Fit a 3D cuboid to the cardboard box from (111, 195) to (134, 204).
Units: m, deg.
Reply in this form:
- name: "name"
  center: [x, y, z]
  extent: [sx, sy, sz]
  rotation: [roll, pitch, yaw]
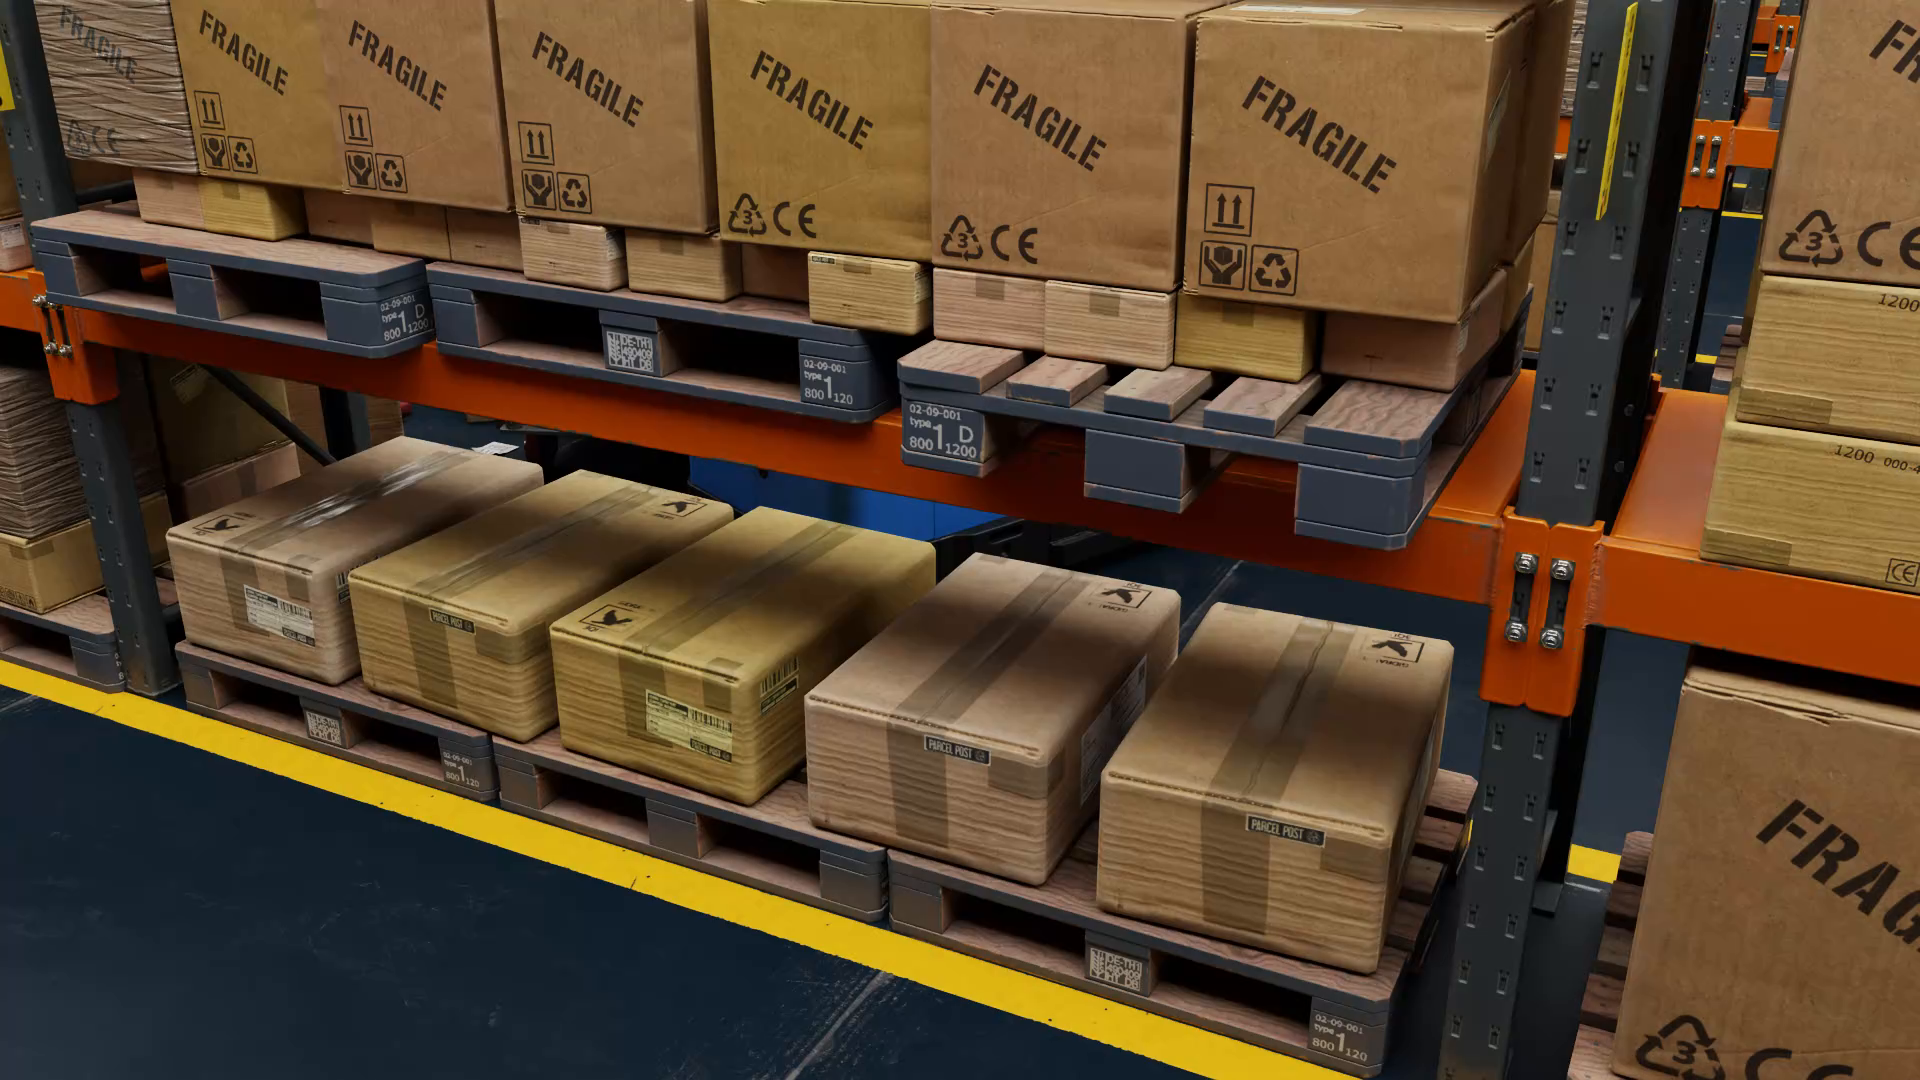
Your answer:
- name: "cardboard box"
  center: [-2.682, -1.153, 5.450]
  extent: [0.250, 0.149, 0.380]
  rotation: [12, 26, 26]

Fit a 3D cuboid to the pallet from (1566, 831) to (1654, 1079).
- name: "pallet"
  center: [1.942, 1.080, 3.440]
  extent: [1.213, 0.211, 1.003]
  rotation: [11, 25, 25]

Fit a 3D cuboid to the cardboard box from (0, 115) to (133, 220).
- name: "cardboard box"
  center: [-2.806, -1.249, 4.847]
  extent: [0.500, 0.500, 0.500]
  rotation: [10, 25, 23]

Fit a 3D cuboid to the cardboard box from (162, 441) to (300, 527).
- name: "cardboard box"
  center: [-2.702, -0.201, 5.867]
  extent: [0.500, 0.250, 0.500]
  rotation: [10, 25, 22]

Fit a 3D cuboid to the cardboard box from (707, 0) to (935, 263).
- name: "cardboard box"
  center: [-0.176, -0.904, 3.498]
  extent: [0.500, 0.500, 0.500]
  rotation: [9, 25, 21]

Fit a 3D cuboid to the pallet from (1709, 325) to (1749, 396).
- name: "pallet"
  center: [4.113, -0.693, 7.611]
  extent: [1.213, 0.211, 1.003]
  rotation: [11, 25, 25]

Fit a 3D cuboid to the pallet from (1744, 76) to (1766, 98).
- name: "pallet"
  center: [7.305, -4.427, 16.389]
  extent: [1.213, 0.211, 1.003]
  rotation: [11, 25, 25]

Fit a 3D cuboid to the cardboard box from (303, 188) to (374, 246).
- name: "cardboard box"
  center: [-1.440, -0.874, 4.257]
  extent: [0.250, 0.149, 0.380]
  rotation: [13, 26, 28]

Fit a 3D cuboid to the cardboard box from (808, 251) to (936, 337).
- name: "cardboard box"
  center: [-0.116, -0.564, 3.527]
  extent: [0.250, 0.149, 0.380]
  rotation: [12, 26, 25]

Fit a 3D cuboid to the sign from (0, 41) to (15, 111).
- name: "sign"
  center: [-2.535, -1.282, 4.326]
  extent: [0.005, 0.325, 0.100]
  rotation: [11, 25, 25]

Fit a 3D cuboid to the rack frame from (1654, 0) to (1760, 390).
- name: "rack frame"
  center: [3.416, -2.115, 7.391]
  extent: [0.127, 3.000, 1.000]
  rotation: [11, 25, 25]

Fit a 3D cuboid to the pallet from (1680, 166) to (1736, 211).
- name: "pallet"
  center: [5.047, -2.685, 12.294]
  extent: [1.213, 0.211, 1.003]
  rotation: [11, 25, 25]

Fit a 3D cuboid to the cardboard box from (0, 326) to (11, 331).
- name: "cardboard box"
  center: [-3.401, -0.448, 5.489]
  extent: [0.500, 0.500, 0.500]
  rotation: [12, 26, 25]

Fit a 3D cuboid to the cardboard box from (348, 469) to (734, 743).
- name: "cardboard box"
  center: [-1.185, 0.159, 4.865]
  extent: [0.625, 0.372, 0.950]
  rotation: [13, 26, 28]

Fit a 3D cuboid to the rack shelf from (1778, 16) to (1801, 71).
- name: "rack shelf"
  center: [7.529, -3.145, 10.733]
  extent: [4.000, 0.370, 1.077]
  rotation: [11, 25, 25]

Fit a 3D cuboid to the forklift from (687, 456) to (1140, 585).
- name: "forklift"
  center: [0.484, -1.502, 6.037]
  extent: [3.031, 2.935, 1.130]
  rotation: [-18, 29, -35]

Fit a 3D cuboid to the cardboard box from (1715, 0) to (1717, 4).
- name: "cardboard box"
  center: [9.172, -6.571, 20.128]
  extent: [0.500, 0.311, 0.500]
  rotation: [11, 25, 24]

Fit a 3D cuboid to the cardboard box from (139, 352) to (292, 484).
- name: "cardboard box"
  center: [-2.702, -0.546, 5.720]
  extent: [0.500, 0.500, 0.500]
  rotation: [13, 26, 27]

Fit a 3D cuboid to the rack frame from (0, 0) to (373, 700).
- name: "rack frame"
  center: [-2.297, -1.075, 4.945]
  extent: [0.127, 3.000, 1.000]
  rotation: [11, 25, 25]

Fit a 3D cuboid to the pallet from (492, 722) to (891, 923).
- name: "pallet"
  center: [-0.509, 0.560, 4.663]
  extent: [1.213, 0.211, 1.003]
  rotation: [11, 25, 25]

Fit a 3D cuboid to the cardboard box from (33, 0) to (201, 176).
- name: "cardboard box"
  center: [-2.008, -1.268, 4.354]
  extent: [0.500, 0.500, 0.500]
  rotation: [12, 26, 26]

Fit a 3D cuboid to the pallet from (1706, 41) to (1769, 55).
- name: "pallet"
  center: [9.500, -6.165, 20.476]
  extent: [1.213, 0.211, 1.003]
  rotation: [11, 25, 25]

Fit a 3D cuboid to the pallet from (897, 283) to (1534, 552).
- name: "pallet"
  center: [0.589, -0.369, 3.530]
  extent: [1.003, 0.211, 1.213]
  rotation: [11, 25, 25]

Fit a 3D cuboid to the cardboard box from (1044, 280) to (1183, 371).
- name: "cardboard box"
  center: [0.357, -0.473, 3.313]
  extent: [0.250, 0.149, 0.380]
  rotation: [11, 25, 24]

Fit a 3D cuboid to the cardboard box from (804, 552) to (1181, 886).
- name: "cardboard box"
  center: [0.111, 0.417, 4.258]
  extent: [0.625, 0.372, 0.950]
  rotation: [11, 25, 24]

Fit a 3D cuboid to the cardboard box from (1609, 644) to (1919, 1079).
- name: "cardboard box"
  center: [1.852, 0.567, 3.262]
  extent: [0.875, 0.875, 0.875]
  rotation: [11, 25, 24]

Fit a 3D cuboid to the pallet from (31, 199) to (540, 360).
- name: "pallet"
  center: [-1.681, -0.801, 4.545]
  extent: [1.213, 0.211, 1.003]
  rotation: [11, 25, 25]

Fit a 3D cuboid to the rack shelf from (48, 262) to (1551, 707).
- name: "rack shelf"
  center: [-0.512, -0.391, 4.255]
  extent: [4.000, 0.370, 1.077]
  rotation: [11, 25, 25]

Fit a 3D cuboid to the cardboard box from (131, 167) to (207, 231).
- name: "cardboard box"
  center: [-1.946, -0.945, 4.423]
  extent: [0.250, 0.149, 0.380]
  rotation: [12, 26, 25]

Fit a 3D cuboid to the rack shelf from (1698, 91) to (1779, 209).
- name: "rack shelf"
  center: [5.201, -1.431, 6.701]
  extent: [4.000, 0.370, 1.077]
  rotation: [11, 25, 25]

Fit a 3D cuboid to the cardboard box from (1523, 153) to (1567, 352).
- name: "cardboard box"
  center: [2.913, -1.412, 8.076]
  extent: [0.750, 0.750, 1.050]
  rotation: [11, 25, 24]

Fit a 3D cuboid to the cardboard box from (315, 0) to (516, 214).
- name: "cardboard box"
  center: [-1.126, -1.088, 3.930]
  extent: [0.500, 0.500, 0.500]
  rotation: [11, 25, 24]

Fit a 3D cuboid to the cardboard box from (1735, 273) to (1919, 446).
- name: "cardboard box"
  center: [1.613, -0.354, 2.802]
  extent: [0.500, 0.250, 0.500]
  rotation: [11, 25, 24]

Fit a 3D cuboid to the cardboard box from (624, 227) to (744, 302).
- name: "cardboard box"
  center: [-0.545, -0.668, 3.772]
  extent: [0.250, 0.149, 0.380]
  rotation: [10, 25, 23]

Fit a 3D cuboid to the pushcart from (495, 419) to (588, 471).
- name: "pushcart"
  center: [-1.313, -0.673, 7.351]
  extent: [0.936, 0.377, 1.648]
  rotation: [3, 23, 6]

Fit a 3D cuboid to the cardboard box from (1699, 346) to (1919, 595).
- name: "cardboard box"
  center: [1.596, -0.125, 2.903]
  extent: [0.500, 0.250, 0.500]
  rotation: [11, 25, 24]

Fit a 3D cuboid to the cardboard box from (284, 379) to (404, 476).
- name: "cardboard box"
  center: [-2.639, -0.590, 6.996]
  extent: [0.500, 0.500, 0.500]
  rotation: [-10, 25, -21]

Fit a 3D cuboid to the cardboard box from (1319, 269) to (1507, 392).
- name: "cardboard box"
  center: [0.874, -0.422, 3.194]
  extent: [0.250, 0.149, 0.380]
  rotation: [12, 26, 26]

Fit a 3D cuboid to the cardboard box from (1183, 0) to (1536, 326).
- name: "cardboard box"
  center: [0.742, -0.728, 3.084]
  extent: [0.500, 0.500, 0.500]
  rotation: [10, 25, 23]

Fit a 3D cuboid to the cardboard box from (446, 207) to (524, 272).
- name: "cardboard box"
  center: [-1.010, -0.770, 4.011]
  extent: [0.250, 0.149, 0.380]
  rotation: [11, 26, 25]
